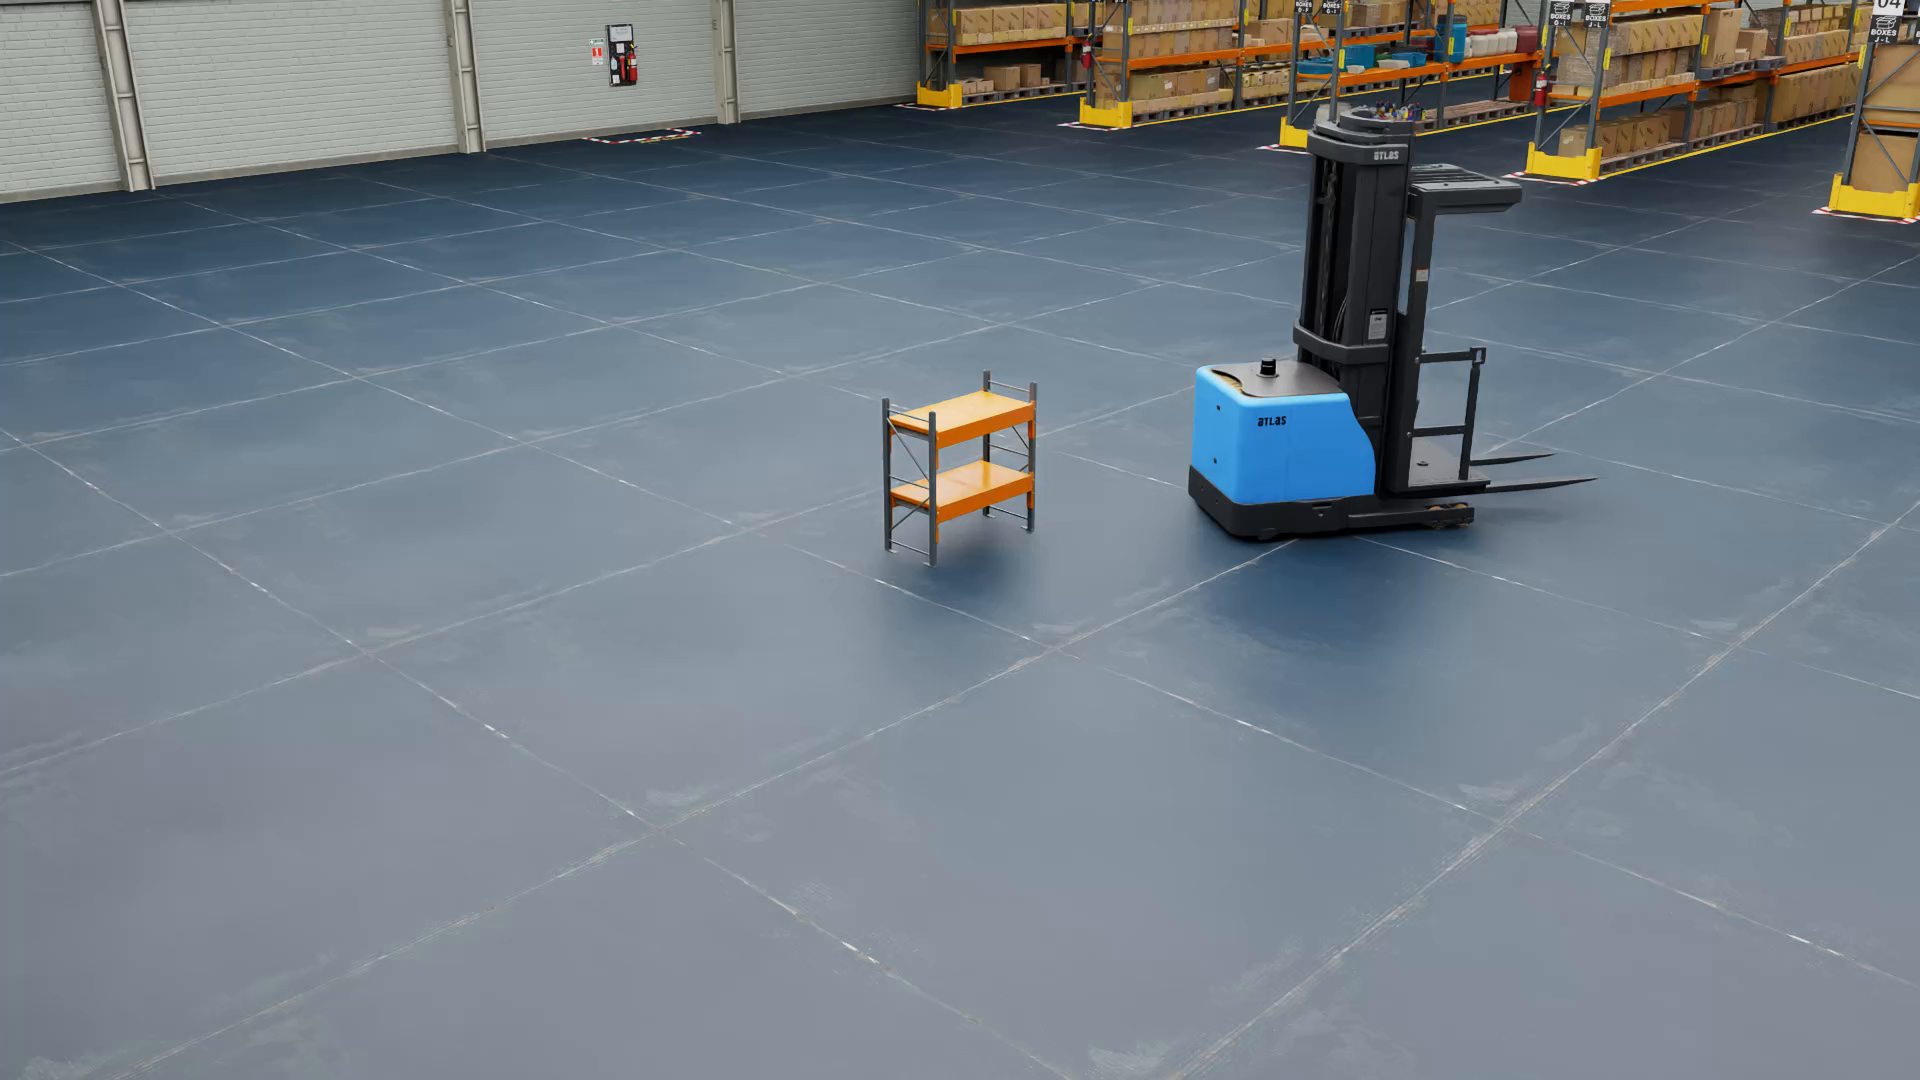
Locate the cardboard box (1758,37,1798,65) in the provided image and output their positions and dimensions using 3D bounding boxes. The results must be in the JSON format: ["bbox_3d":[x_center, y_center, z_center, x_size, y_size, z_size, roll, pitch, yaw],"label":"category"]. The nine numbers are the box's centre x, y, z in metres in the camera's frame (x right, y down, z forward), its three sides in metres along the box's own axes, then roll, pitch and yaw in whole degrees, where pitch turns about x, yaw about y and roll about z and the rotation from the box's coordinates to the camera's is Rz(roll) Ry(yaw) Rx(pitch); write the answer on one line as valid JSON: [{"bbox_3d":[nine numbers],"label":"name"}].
[{"bbox_3d":[16.243,-9.716,33.032,0.500,0.500,0.500,-19,28,-40],"label":"cardboard box"}]

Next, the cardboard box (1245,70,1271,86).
[{"bbox_3d":[6.643,-10.410,37.442,0.500,0.311,0.500,19,28,40],"label":"cardboard box"}]

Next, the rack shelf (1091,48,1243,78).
[{"bbox_3d":[4.428,-10.214,35.471,1.077,0.370,4.000,19,28,41],"label":"rack shelf"}]

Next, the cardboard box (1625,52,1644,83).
[{"bbox_3d":[11.174,-8.152,28.549,0.875,0.500,0.500,19,28,41],"label":"cardboard box"}]

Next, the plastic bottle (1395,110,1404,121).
[{"bbox_3d":[8.651,-8.347,32.793,0.135,0.276,0.152,-20,28,-41],"label":"plastic bottle"}]

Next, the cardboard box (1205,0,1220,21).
[{"bbox_3d":[5.166,-11.471,35.789,0.700,0.500,0.500,19,28,41],"label":"cardboard box"}]

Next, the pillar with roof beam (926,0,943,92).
[{"bbox_3d":[2.434,-13.394,34.379,9.100,9.000,0.400,19,28,41],"label":"pillar with roof beam"}]

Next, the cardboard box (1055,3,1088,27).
[{"bbox_3d":[2.651,-12.677,40.124,0.700,0.500,0.500,19,28,41],"label":"cardboard box"}]

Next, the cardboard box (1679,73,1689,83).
[{"bbox_3d":[12.798,-8.276,29.775,0.380,0.149,0.250,19,28,41],"label":"cardboard box"}]

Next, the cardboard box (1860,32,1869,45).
[{"bbox_3d":[19.365,-10.891,36.023,0.500,0.250,0.500,19,28,40],"label":"cardboard box"}]

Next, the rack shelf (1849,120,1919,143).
[{"bbox_3d":[15.006,-6.467,25.721,1.077,0.370,4.000,19,28,41],"label":"rack shelf"}]

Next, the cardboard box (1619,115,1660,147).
[{"bbox_3d":[12.216,-7.371,29.970,0.500,0.500,0.500,-11,23,-25],"label":"cardboard box"}]

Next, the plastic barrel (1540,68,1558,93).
[{"bbox_3d":[13.277,-10.342,37.578,0.600,0.588,0.708,19,28,41],"label":"plastic barrel"}]

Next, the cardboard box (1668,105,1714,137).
[{"bbox_3d":[13.708,-7.893,31.299,0.700,0.500,0.500,19,28,40],"label":"cardboard box"}]

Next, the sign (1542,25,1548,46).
[{"bbox_3d":[9.744,-8.388,27.662,0.100,0.325,0.005,19,28,41],"label":"sign"}]

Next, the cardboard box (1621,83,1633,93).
[{"bbox_3d":[11.210,-7.704,28.287,0.380,0.149,0.250,19,28,41],"label":"cardboard box"}]

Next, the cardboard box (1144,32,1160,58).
[{"bbox_3d":[3.730,-10.336,34.645,0.500,0.500,0.700,-19,28,-41],"label":"cardboard box"}]

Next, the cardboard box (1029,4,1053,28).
[{"bbox_3d":[1.819,-12.264,38.936,0.500,0.500,0.500,19,28,40],"label":"cardboard box"}]

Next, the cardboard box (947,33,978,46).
[{"bbox_3d":[0.049,-11.260,37.371,0.500,0.250,0.500,18,28,39],"label":"cardboard box"}]

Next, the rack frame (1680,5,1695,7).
[{"bbox_3d":[17.741,-12.908,41.477,1.000,3.000,0.127,19,28,41],"label":"rack frame"}]

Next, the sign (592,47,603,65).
[{"bbox_3d":[-7.047,-9.404,32.309,0.001,0.329,0.234,19,28,41],"label":"sign"}]

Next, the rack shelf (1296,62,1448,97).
[{"bbox_3d":[7.974,-8.974,32.243,1.077,0.370,4.000,19,28,41],"label":"rack shelf"}]

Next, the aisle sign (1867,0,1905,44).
[{"bbox_3d":[13.347,-7.559,23.935,0.394,0.787,0.004,19,28,41],"label":"aisle sign"}]

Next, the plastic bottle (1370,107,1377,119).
[{"bbox_3d":[8.204,-8.465,33.102,0.152,0.276,0.135,19,28,41],"label":"plastic bottle"}]

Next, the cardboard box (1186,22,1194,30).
[{"bbox_3d":[4.717,-10.895,35.196,0.250,0.149,0.380,-19,28,-40],"label":"cardboard box"}]

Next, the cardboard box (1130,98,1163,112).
[{"bbox_3d":[3.912,-9.160,34.973,0.500,0.250,0.500,19,28,41],"label":"cardboard box"}]

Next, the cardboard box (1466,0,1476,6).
[{"bbox_3d":[13.012,-14.082,42.999,0.500,0.500,0.500,-19,28,-40],"label":"cardboard box"}]

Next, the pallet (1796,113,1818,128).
[{"bbox_3d":[17.164,-8.806,34.692,1.003,0.211,1.213,19,28,41],"label":"pallet"}]

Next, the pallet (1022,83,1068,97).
[{"bbox_3d":[1.828,-10.820,39.931,1.003,0.211,1.213,19,28,41],"label":"pallet"}]

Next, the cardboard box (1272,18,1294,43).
[{"bbox_3d":[7.455,-11.704,38.204,0.500,0.500,0.500,17,27,38],"label":"cardboard box"}]

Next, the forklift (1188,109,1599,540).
[{"bbox_3d":[3.328,-1.627,12.223,3.031,2.935,1.130,-5,22,-12],"label":"forklift"}]

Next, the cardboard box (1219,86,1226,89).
[{"bbox_3d":[5.905,-10.156,37.564,0.500,0.250,0.500,19,28,40],"label":"cardboard box"}]

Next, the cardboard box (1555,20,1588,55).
[{"bbox_3d":[10.334,-8.411,27.829,0.500,0.500,0.500,19,28,41],"label":"cardboard box"}]

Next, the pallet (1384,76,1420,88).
[{"bbox_3d":[10.864,-11.600,41.962,1.003,0.211,1.213,19,28,41],"label":"pallet"}]

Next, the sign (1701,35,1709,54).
[{"bbox_3d":[13.312,-8.854,29.723,0.100,0.325,0.005,19,28,41],"label":"sign"}]

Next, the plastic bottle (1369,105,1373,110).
[{"bbox_3d":[8.232,-8.577,33.381,0.133,0.283,0.061,-19,28,-40],"label":"plastic bottle"}]

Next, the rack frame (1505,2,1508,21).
[{"bbox_3d":[14.194,-14.149,44.705,1.000,3.000,0.127,19,28,41],"label":"rack frame"}]

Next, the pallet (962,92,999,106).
[{"bbox_3d":[0.126,-10.193,38.299,1.003,0.211,1.213,19,28,41],"label":"pallet"}]

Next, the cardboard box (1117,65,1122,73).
[{"bbox_3d":[3.828,-11.934,41.812,0.700,0.500,0.500,19,28,40],"label":"cardboard box"}]

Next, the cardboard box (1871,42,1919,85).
[{"bbox_3d":[13.898,-6.948,24.256,0.875,0.550,0.550,19,28,41],"label":"cardboard box"}]

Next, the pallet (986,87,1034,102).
[{"bbox_3d":[0.977,-10.505,39.111,1.003,0.211,1.213,19,28,41],"label":"pallet"}]

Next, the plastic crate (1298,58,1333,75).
[{"bbox_3d":[6.714,-8.929,31.333,0.499,0.251,0.616,19,28,41],"label":"plastic crate"}]

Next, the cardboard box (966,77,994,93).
[{"bbox_3d":[0.426,-10.527,38.416,0.500,0.311,0.500,-17,27,-38],"label":"cardboard box"}]

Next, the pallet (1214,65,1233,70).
[{"bbox_3d":[6.517,-12.526,44.368,1.003,0.211,1.213,19,28,41],"label":"pallet"}]

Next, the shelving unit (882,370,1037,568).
[{"bbox_3d":[0.005,-0.527,11.877,0.538,1.125,1.048,19,28,41],"label":"shelving unit"}]

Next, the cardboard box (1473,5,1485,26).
[{"bbox_3d":[13.366,-13.751,43.531,0.500,0.500,0.500,20,28,41],"label":"cardboard box"}]

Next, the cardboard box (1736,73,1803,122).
[{"bbox_3d":[16.205,-8.988,33.655,1.225,0.875,0.875,18,27,38],"label":"cardboard box"}]

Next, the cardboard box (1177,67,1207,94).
[{"bbox_3d":[4.953,-9.898,35.847,0.500,0.500,0.500,19,28,41],"label":"cardboard box"}]

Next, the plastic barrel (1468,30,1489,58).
[{"bbox_3d":[10.706,-10.267,34.415,0.433,0.535,0.433,0,21,0],"label":"plastic barrel"}]

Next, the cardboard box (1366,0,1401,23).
[{"bbox_3d":[10.479,-13.105,41.264,0.500,0.500,0.700,-15,26,-34],"label":"cardboard box"}]

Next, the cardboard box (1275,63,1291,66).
[{"bbox_3d":[7.677,-11.068,39.156,0.500,0.311,0.500,18,28,39],"label":"cardboard box"}]

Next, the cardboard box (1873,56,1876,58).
[{"bbox_3d":[20.265,-10.454,37.469,0.875,0.875,0.875,19,28,41],"label":"cardboard box"}]

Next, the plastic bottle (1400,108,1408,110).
[{"bbox_3d":[8.869,-8.501,33.194,0.152,0.276,0.135,19,28,41],"label":"plastic bottle"}]
